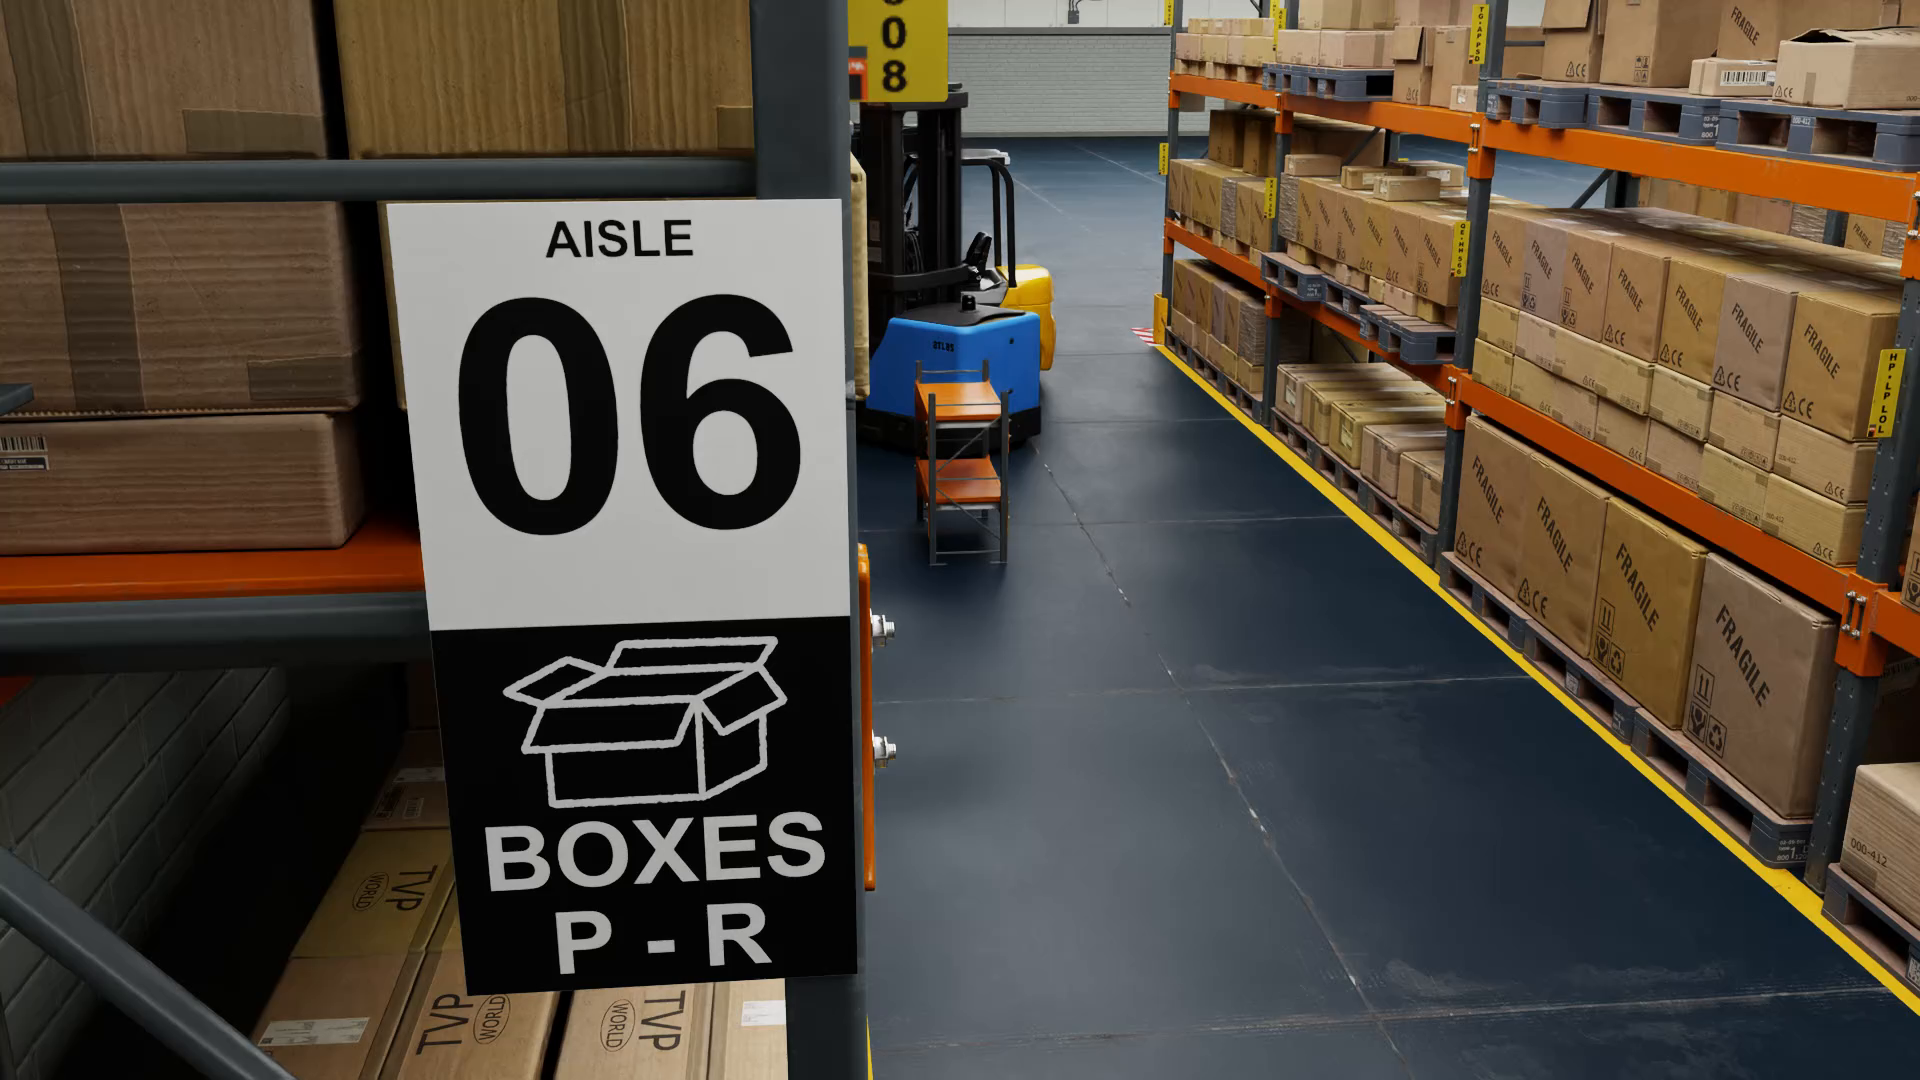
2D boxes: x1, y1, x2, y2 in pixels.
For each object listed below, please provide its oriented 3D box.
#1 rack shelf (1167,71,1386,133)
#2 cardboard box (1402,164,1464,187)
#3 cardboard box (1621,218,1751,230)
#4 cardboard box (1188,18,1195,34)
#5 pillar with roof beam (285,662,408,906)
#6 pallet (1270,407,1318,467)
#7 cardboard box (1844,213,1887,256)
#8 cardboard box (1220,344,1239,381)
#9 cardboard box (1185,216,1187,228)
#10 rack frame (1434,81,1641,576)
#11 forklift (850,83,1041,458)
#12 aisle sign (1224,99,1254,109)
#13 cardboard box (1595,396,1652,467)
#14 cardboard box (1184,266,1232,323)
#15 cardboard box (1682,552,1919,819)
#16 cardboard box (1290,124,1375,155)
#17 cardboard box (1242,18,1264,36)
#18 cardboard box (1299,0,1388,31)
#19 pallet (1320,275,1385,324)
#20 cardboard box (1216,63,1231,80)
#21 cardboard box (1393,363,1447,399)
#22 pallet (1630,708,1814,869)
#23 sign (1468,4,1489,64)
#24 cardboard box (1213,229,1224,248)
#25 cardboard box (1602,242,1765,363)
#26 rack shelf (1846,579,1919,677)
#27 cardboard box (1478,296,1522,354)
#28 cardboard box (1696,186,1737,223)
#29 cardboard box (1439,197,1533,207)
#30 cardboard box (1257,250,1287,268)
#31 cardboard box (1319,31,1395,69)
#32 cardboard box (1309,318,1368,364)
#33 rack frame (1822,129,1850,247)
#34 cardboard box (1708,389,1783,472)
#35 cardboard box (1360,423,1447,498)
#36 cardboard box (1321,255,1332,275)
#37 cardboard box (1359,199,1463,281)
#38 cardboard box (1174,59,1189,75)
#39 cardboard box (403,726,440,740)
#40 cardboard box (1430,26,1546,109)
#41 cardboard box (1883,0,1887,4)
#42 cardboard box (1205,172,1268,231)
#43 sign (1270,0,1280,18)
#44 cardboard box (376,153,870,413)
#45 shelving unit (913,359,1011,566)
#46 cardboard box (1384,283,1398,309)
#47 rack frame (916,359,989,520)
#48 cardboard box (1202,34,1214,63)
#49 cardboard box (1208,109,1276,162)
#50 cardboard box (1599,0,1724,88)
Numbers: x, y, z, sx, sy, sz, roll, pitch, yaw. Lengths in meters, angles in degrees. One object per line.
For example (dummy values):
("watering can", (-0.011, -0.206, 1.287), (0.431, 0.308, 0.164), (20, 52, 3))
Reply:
("rack shelf", (2.892, -4.106, 15.442), (1.077, 0.370, 4.000), (-2, 18, -6))
("cardboard box", (3.506, -2.706, 12.340), (0.380, 0.149, 0.250), (-3, 18, -8))
("cardboard box", (3.886, -1.457, 8.974), (0.500, 0.500, 0.500), (-1, 17, -5))
("cardboard box", (2.520, -5.194, 16.793), (0.380, 0.149, 0.250), (-2, 18, -6))
("pillar with roof beam", (2.444, -2.645, 4.577), (9.100, 9.000, 0.400), (-2, 18, -6))
("pallet", (3.180, -0.860, 13.565), (1.003, 0.211, 1.213), (-2, 18, -6))
("cardboard box", (7.798, -2.488, 13.928), (0.500, 0.500, 0.500), (-2, 17, -5))
("cardboard box", (2.705, -1.637, 15.274), (0.500, 0.250, 0.500), (-2, 18, -7))
("cardboard box", (2.502, -3.231, 16.879), (0.380, 0.149, 0.250), (-2, 18, -7))
("rack frame", (3.511, -1.231, 10.090), (1.000, 3.000, 0.127), (-2, 18, -6))
("forklift", (-0.793, -2.387, 13.887), (3.031, 2.935, 1.130), (14, 22, 37))
("aisle sign", (2.968, -4.882, 17.380), (0.394, 0.787, 0.004), (-2, 18, -6))
("cardboard box", (3.484, -0.550, 8.171), (0.500, 0.250, 0.500), (-2, 18, -6))
("cardboard box", (2.555, -2.449, 16.607), (0.500, 0.500, 0.500), (-2, 18, -8))
("cardboard box", (3.780, 0.592, 7.130), (0.875, 0.875, 0.875), (-1, 17, -4))
("cardboard box", (3.238, -3.380, 14.602), (0.700, 0.500, 0.500), (-2, 18, -5))
("cardboard box", (2.650, -4.431, 14.362), (0.380, 0.149, 0.250), (-1, 17, -4))
("cardboard box", (2.821, -3.886, 12.255), (0.500, 0.250, 0.500), (-2, 18, -7))
("pallet", (3.266, -1.728, 11.993), (1.003, 0.211, 1.213), (-2, 18, -6))
("cardboard box", (2.602, -4.355, 15.451), (0.380, 0.149, 0.250), (-2, 18, -7))
("cardboard box", (4.341, -1.592, 15.411), (0.500, 0.500, 0.500), (11, 21, 32))
("pallet", (3.769, 1.064, 7.436), (1.003, 0.211, 1.213), (-2, 18, -6))
("sign", (2.971, -2.892, 9.512), (0.100, 0.325, 0.005), (-2, 18, -6))
("cardboard box", (2.595, -2.844, 15.649), (0.380, 0.149, 0.250), (-2, 18, -5))
("cardboard box", (3.466, -1.149, 7.991), (0.500, 0.500, 0.500), (-1, 17, -5))
("rack shelf", (4.130, 0.900, 4.504), (1.077, 0.370, 4.000), (-2, 18, -6))
("cardboard box", (3.318, -1.239, 9.532), (0.500, 0.250, 0.500), (-2, 18, -6))
("cardboard box", (7.789, -3.269, 16.332), (0.875, 0.550, 0.500), (-2, 18, -6))
("cardboard box", (3.573, -2.075, 11.414), (0.500, 0.500, 0.500), (-1, 17, -5))
("cardboard box", (2.762, -2.389, 14.198), (0.380, 0.149, 0.250), (-2, 18, -6))
("cardboard box", (2.887, -3.496, 11.845), (0.500, 0.250, 0.500), (-2, 18, -6))
("cardboard box", (3.306, -1.853, 14.709), (0.500, 0.500, 0.500), (-1, 17, -3))
("rack frame", (8.012, -2.606, 14.469), (1.000, 3.000, 0.127), (-2, 18, -6))
("cardboard box", (3.577, -0.479, 7.109), (0.500, 0.250, 0.500), (-1, 17, -4))
("cardboard box", (3.378, -0.566, 11.657), (0.950, 0.372, 0.625), (-2, 18, -7))
("cardboard box", (2.948, -2.094, 12.557), (0.380, 0.149, 0.250), (-2, 17, -5))
("cardboard box", (3.070, -2.052, 11.340), (0.500, 0.500, 0.500), (-3, 18, -9))
("cardboard box", (2.397, -4.817, 16.923), (0.380, 0.149, 0.250), (-2, 18, -6))
("cardboard box", (-1.121, 0.504, 4.318), (0.500, 0.250, 0.500), (-1, 17, -4))
("cardboard box", (3.423, -2.992, 10.526), (0.700, 0.500, 0.500), (-2, 18, -6))
("cardboard box", (7.657, -4.645, 14.176), (0.380, 0.149, 0.250), (-2, 18, -6))
("cardboard box", (2.630, -3.197, 15.689), (0.500, 0.500, 0.500), (-2, 18, -7))
("sign", (3.240, -5.479, 17.135), (0.100, 0.325, 0.005), (-2, 18, -6))
("cardboard box", (-0.375, -0.335, 1.982), (0.500, 0.250, 0.500), (-2, 18, -6))
("shelving unit", (0.001, -0.535, 11.002), (0.538, 1.125, 1.048), (-2, 18, -6))
("cardboard box", (3.055, -1.628, 11.074), (0.380, 0.149, 0.250), (-3, 18, -8))
("rack frame", (-0.052, -0.686, 11.485), (0.500, 1.125, 0.032), (-2, 18, -6))
("cardboard box", (2.593, -4.654, 15.740), (0.500, 0.250, 0.500), (-1, 17, -4))
("cardboard box", (2.956, -4.136, 17.009), (0.700, 0.500, 0.500), (-2, 18, -7))
("cardboard box", (3.802, -2.621, 8.642), (0.700, 0.500, 0.500), (-3, 18, -8))
